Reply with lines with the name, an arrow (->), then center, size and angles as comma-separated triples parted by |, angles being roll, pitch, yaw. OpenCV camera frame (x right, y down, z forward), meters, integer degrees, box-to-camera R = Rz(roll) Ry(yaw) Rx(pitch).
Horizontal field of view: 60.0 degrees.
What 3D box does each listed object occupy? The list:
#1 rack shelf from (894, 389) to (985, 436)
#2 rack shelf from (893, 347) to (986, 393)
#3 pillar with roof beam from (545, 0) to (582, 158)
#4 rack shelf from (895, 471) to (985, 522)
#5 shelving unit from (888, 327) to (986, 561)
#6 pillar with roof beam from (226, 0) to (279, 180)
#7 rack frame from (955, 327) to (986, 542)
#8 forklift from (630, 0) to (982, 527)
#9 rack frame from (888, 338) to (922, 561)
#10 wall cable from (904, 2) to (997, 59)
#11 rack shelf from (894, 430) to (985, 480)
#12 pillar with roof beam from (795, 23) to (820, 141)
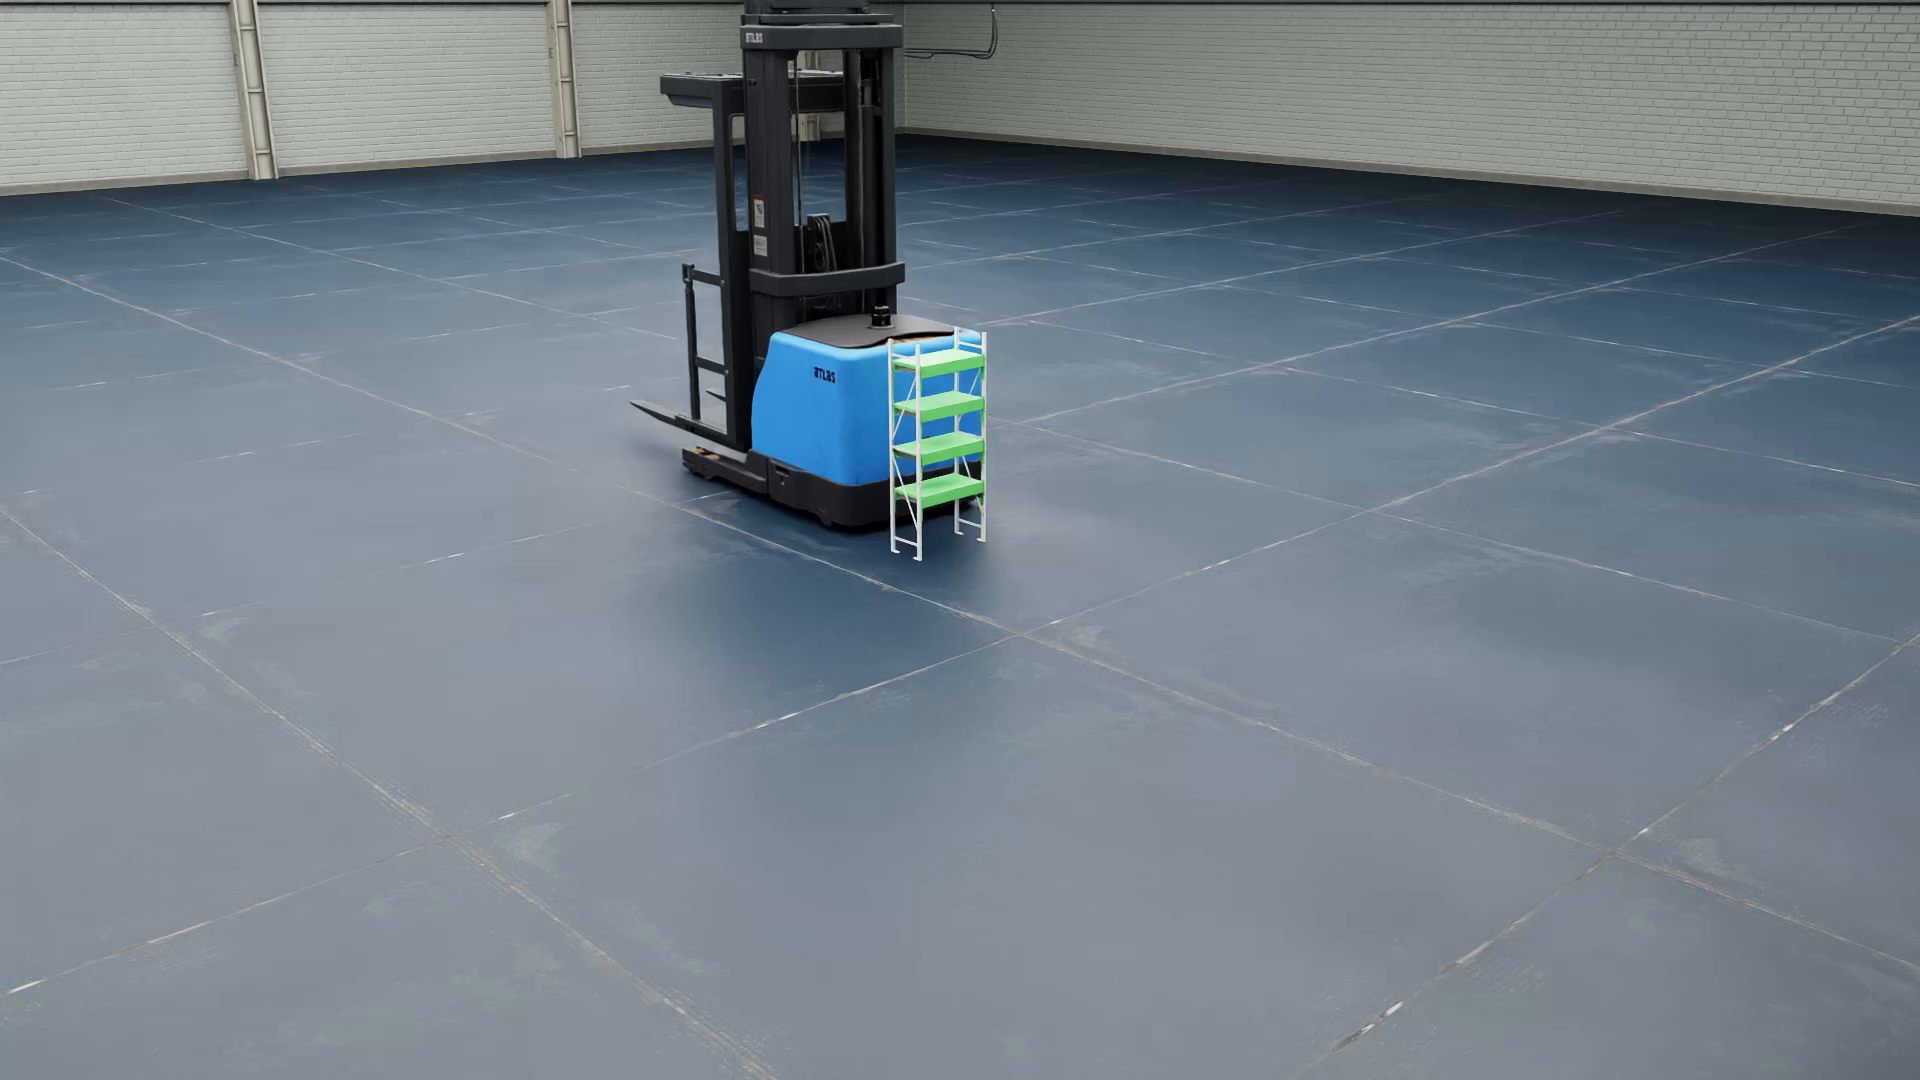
rack shelf -> -0.120, -0.703, 9.137 | 0.480, 0.148, 0.258 | -16, 24, -41
rack shelf -> -0.120, -0.931, 9.063 | 0.480, 0.148, 0.258 | -16, 24, -41
pillar with roof beam -> -4.738, -10.849, 28.355 | 0.400, 9.000, 9.100 | -16, 24, -41
rack shelf -> -0.120, -0.247, 9.285 | 0.480, 0.148, 0.258 | -16, 24, -41
shelving unit -> -0.120, -0.536, 9.191 | 0.503, 1.200, 0.258 | -16, 24, -41
pillar with roof beam -> -9.098, -9.578, 24.434 | 0.400, 9.000, 9.100 | -16, 24, -41
rack frame -> 0.057, -0.587, 9.351 | 0.015, 1.200, 0.240 | -16, 24, -41
forklift -> -1.148, -1.860, 10.469 | 1.130, 2.935, 3.031 | -14, 22, -36
rack frame -> -0.298, -0.484, 9.032 | 0.015, 1.200, 0.240 | -16, 24, -41
wall cable -> -0.287, -11.936, 36.742 | 0.112, 2.526, 3.097 | -16, 24, -41
rack shelf -> -0.120, -0.475, 9.211 | 0.480, 0.148, 0.258 | -16, 24, -41
pillar with roof beam -> -0.378, -12.120, 32.277 | 0.400, 9.000, 9.100 | -16, 24, -41
